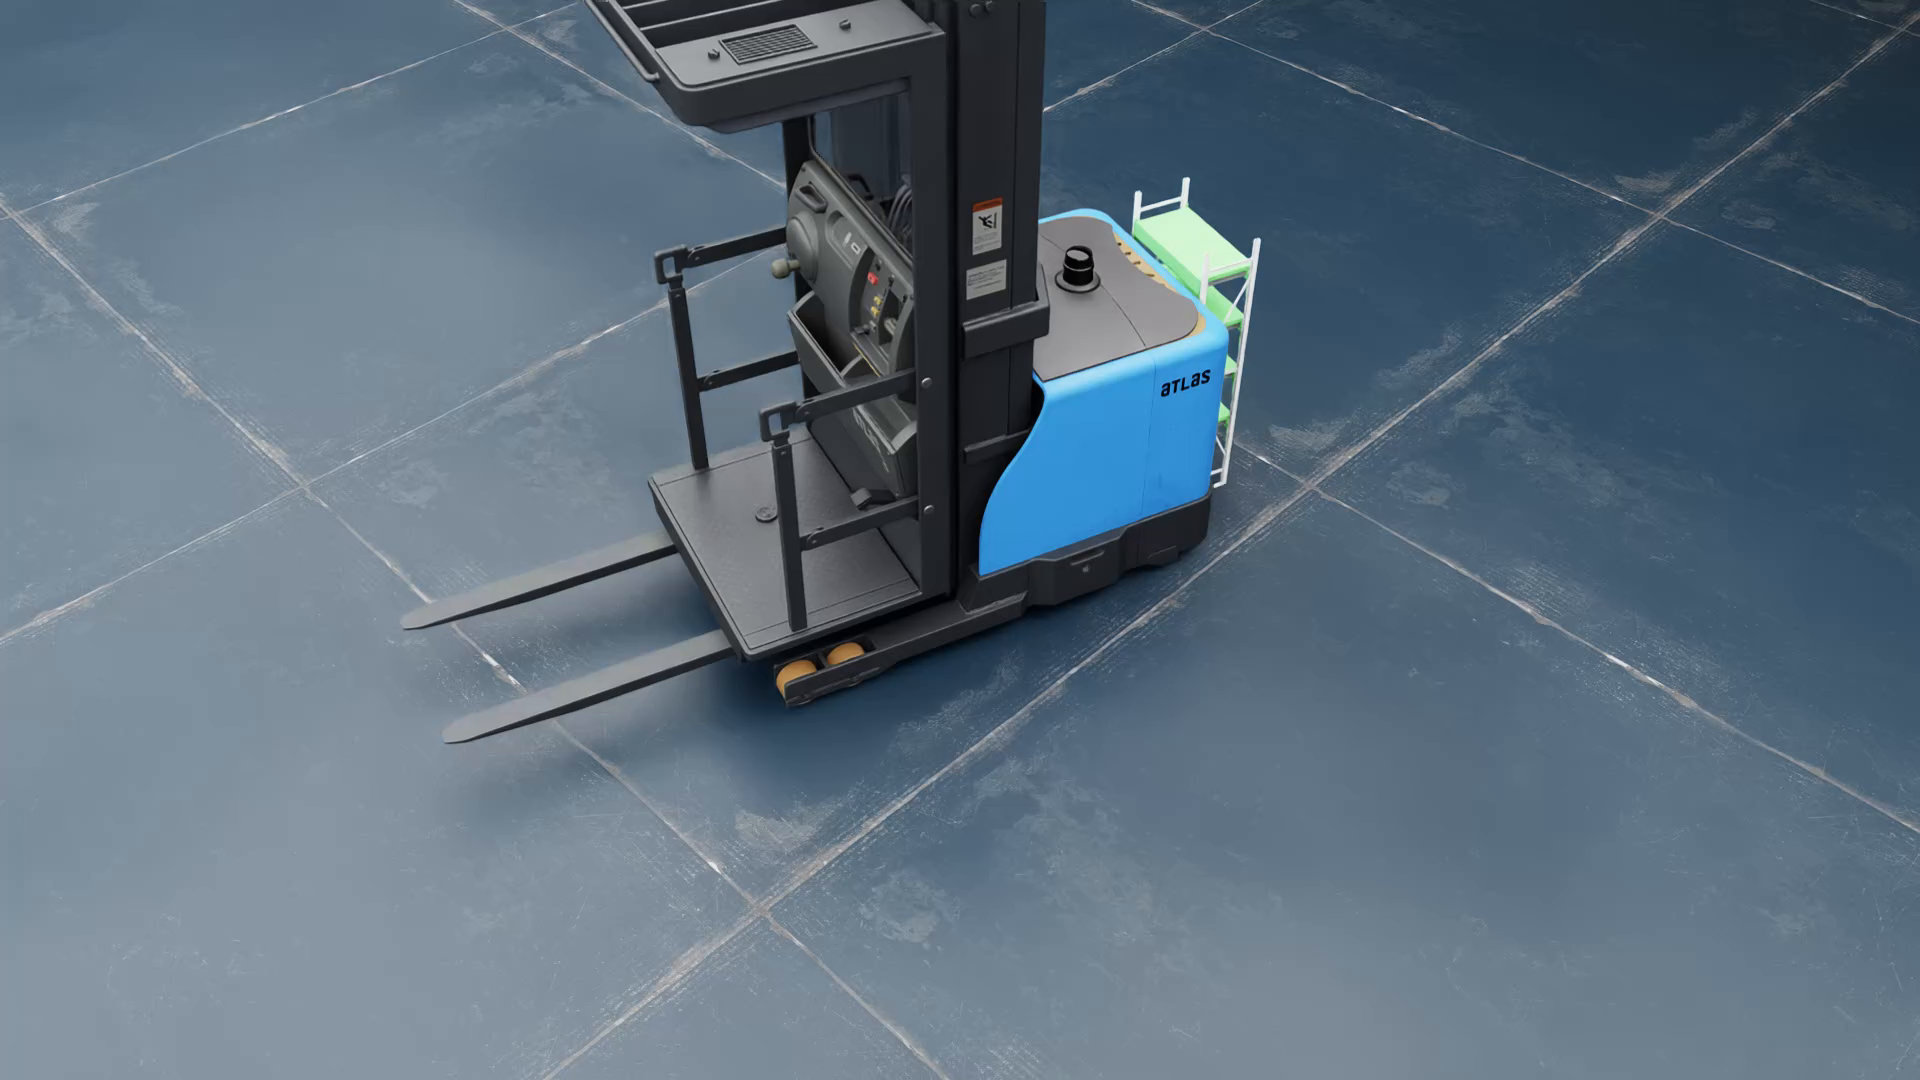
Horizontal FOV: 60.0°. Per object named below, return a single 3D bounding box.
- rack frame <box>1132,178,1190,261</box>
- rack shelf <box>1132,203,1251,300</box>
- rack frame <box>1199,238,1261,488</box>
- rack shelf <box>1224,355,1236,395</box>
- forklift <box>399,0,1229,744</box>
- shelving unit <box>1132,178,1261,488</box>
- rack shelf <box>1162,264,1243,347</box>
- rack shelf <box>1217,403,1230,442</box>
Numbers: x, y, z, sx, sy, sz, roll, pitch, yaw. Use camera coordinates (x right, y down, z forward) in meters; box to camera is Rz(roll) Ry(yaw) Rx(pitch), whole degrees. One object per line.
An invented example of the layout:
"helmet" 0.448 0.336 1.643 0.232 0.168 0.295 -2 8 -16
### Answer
"rack frame" 0.789 -0.940 6.883 0.240 1.200 0.015 -19 46 -19
"rack shelf" 0.899 -1.098 6.440 0.258 0.148 0.480 -19 46 -19
"rack frame" 1.009 -0.644 6.563 0.240 1.200 0.015 -19 46 -19
"rack shelf" 0.899 -0.745 6.766 0.258 0.148 0.480 -19 46 -19
"forklift" -0.559 -0.884 5.547 3.031 2.935 1.130 -19 46 -19
"shelving unit" 0.899 -0.792 6.723 0.258 1.200 0.503 -19 46 -19
"rack shelf" 0.899 -0.921 6.603 0.258 0.148 0.480 -19 46 -19
"rack shelf" 0.899 -0.569 6.929 0.258 0.148 0.480 -19 46 -19
